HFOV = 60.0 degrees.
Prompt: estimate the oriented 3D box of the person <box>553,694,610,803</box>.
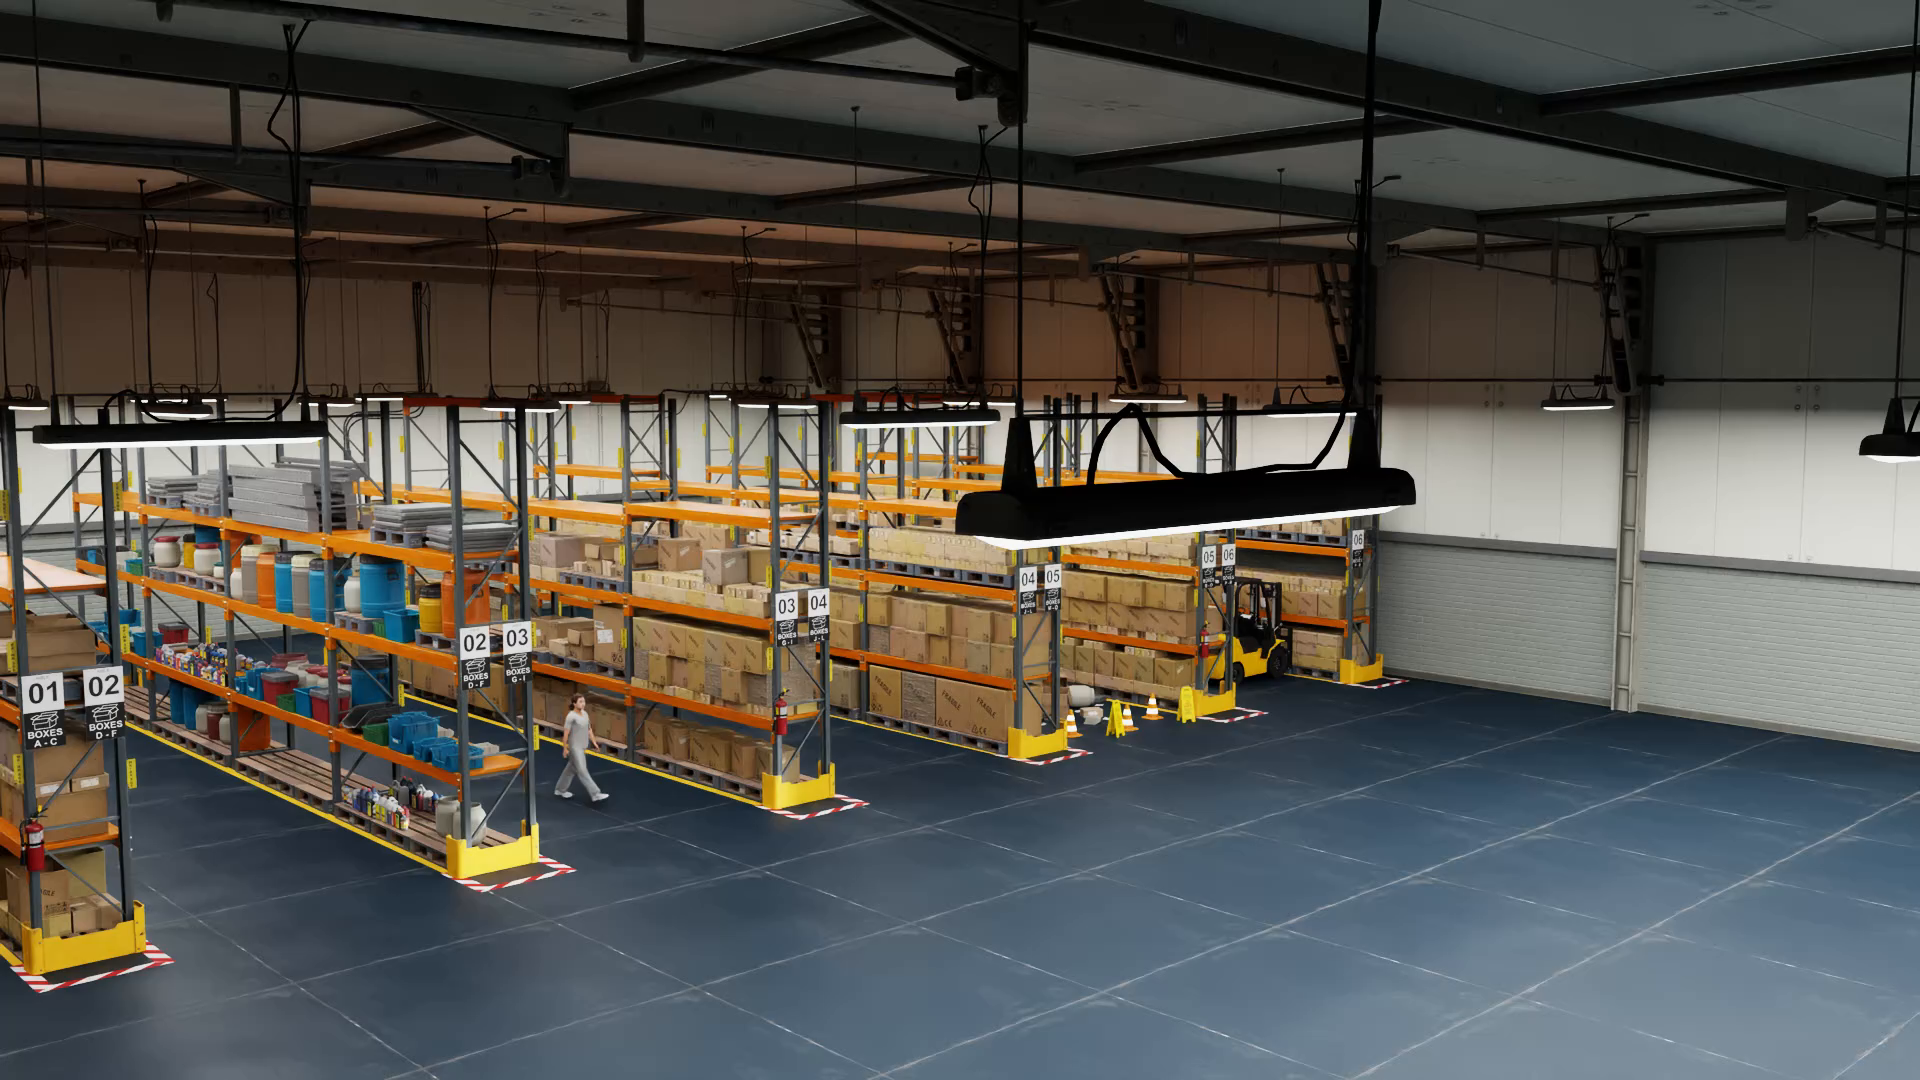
[{"bbox_3d":[-5.663,3.101,24.895,1.059,1.605,0.493,1,6,13],"label":"person"}]
